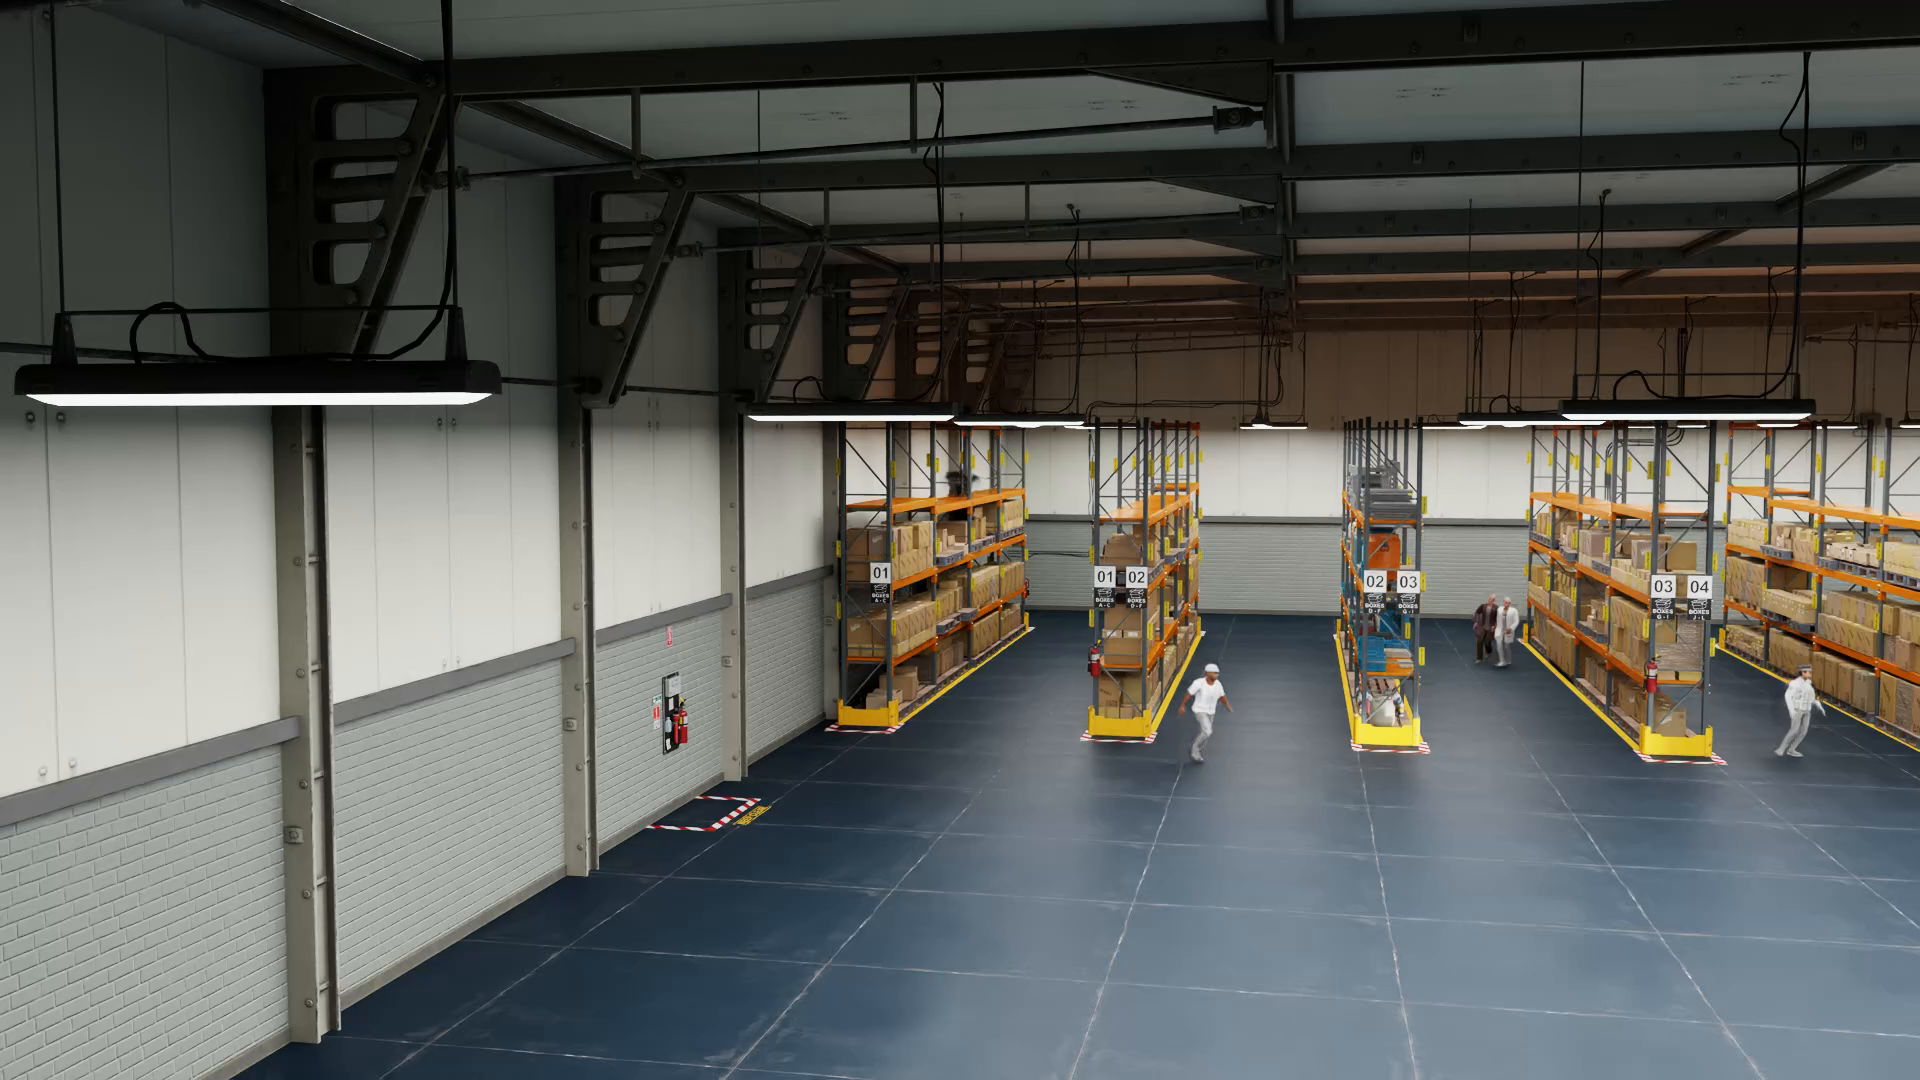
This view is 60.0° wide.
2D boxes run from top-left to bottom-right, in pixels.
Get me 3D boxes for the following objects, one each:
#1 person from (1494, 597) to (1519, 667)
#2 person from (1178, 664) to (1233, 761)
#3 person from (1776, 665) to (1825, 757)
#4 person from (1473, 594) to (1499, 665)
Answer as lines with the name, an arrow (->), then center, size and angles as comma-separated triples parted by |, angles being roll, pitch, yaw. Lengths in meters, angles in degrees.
person -> 13.255, 2.224, 40.284 | 0.604, 1.703, 0.952 | 2, 4, 27
person -> 4.285, 2.992, 28.764 | 0.689, 1.724, 0.809 | -3, 5, -35
person -> 14.764, 3.007, 29.222 | 0.686, 1.645, 0.555 | -2, 4, -24
person -> 13.089, 2.199, 41.145 | 0.738, 1.735, 0.807 | 2, 4, 28
